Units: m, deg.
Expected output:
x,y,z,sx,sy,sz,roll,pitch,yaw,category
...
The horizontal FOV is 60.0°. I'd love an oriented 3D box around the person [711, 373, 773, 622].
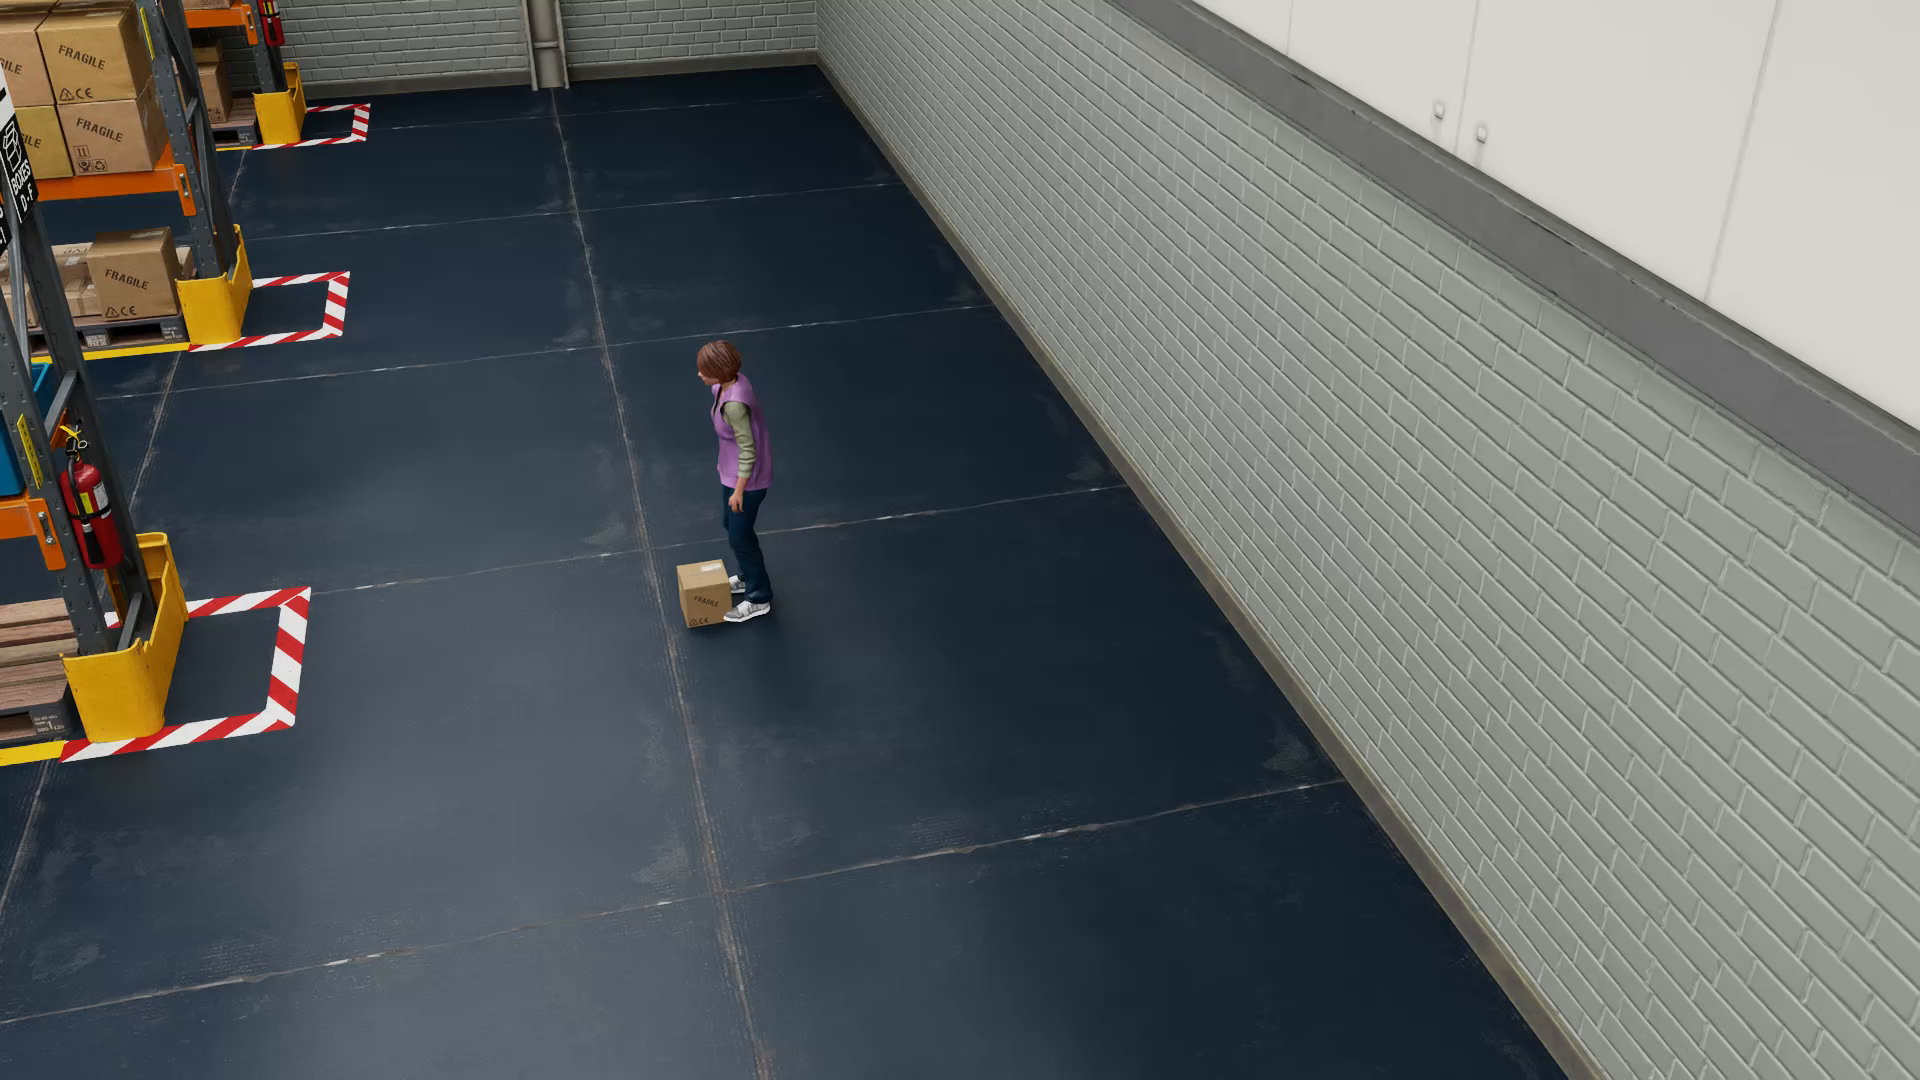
x,y,z,sx,sy,sz,roll,pitch,yaw,category
-3.849,-3.216,12.090,3.307,3.194,10.188,-8,32,-13,person
